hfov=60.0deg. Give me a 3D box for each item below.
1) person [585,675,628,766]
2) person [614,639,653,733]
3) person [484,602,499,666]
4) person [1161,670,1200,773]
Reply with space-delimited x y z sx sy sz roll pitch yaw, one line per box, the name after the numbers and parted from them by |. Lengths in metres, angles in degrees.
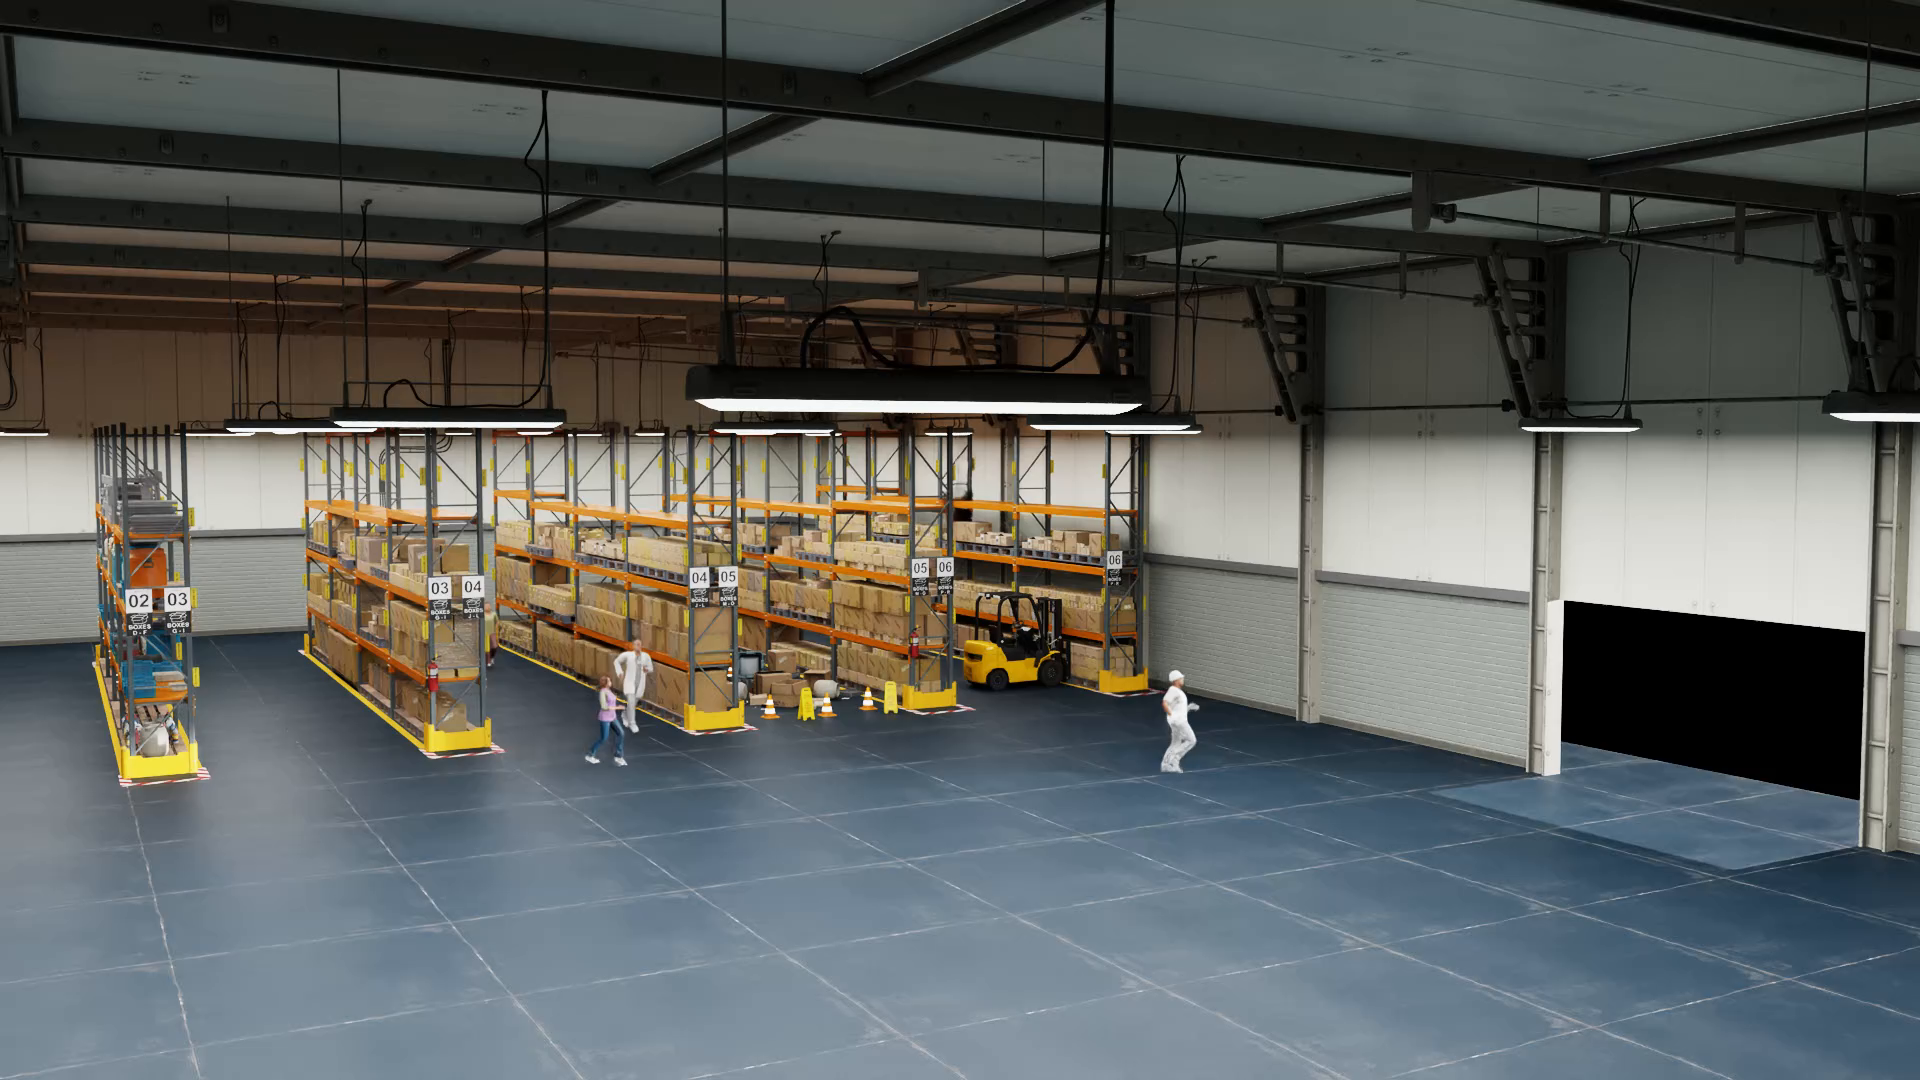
-6.208 3.183 29.167 0.733 1.596 0.541 1 3 9 | person
-6.366 2.825 32.652 0.728 1.748 1.090 -2 4 -33 | person
-11.827 2.370 41.791 0.571 1.625 0.537 -2 4 -25 | person
3.770 3.104 28.439 0.657 1.744 0.662 0 3 4 | person
